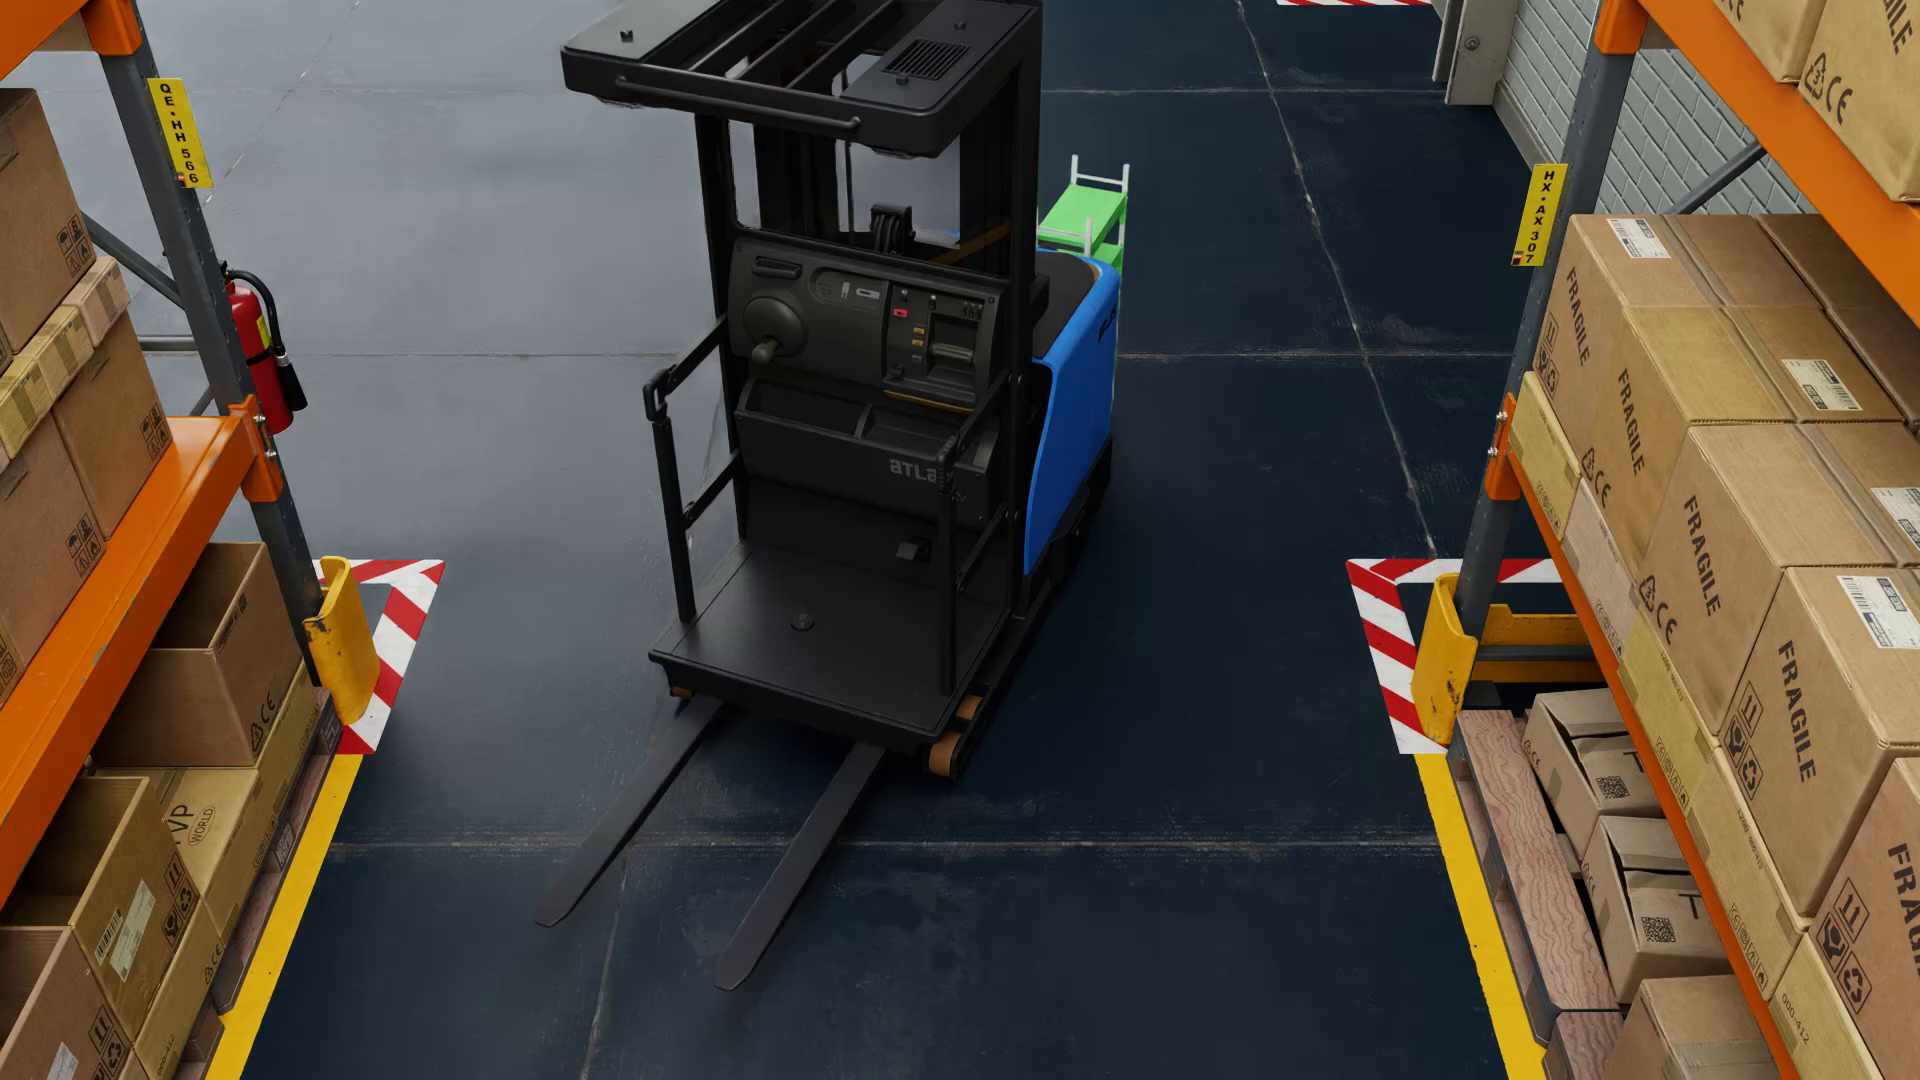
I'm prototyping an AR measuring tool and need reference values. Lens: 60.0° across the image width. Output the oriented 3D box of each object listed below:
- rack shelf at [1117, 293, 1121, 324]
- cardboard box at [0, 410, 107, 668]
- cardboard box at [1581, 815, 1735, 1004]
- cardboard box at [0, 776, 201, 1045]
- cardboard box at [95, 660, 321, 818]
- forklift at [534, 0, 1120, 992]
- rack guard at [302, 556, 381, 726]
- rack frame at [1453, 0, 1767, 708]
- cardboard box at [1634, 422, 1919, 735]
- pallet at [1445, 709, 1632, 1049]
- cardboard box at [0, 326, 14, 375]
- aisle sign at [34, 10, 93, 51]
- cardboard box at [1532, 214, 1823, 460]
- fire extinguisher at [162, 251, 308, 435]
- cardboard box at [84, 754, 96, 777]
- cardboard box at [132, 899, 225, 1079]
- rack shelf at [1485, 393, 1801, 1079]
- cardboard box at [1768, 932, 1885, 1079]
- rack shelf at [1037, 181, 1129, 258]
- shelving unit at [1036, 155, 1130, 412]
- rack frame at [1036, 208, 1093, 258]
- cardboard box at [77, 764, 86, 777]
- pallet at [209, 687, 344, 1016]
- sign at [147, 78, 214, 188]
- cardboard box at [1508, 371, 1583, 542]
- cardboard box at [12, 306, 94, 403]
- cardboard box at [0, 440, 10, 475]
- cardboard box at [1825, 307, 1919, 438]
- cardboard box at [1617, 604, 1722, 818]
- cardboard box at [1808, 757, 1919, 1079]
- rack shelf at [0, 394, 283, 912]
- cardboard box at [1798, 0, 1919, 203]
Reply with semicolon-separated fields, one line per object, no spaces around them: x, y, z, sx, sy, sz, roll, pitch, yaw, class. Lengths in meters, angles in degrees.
0.483;-0.882;6.993;0.258;0.148;0.480;14;41;17;rack shelf
-2.731;-0.018;4.294;0.700;0.500;0.500;1;39;1;cardboard box
2.141;1.061;4.825;0.500;0.311;0.500;3;39;4;cardboard box
-2.410;0.977;4.395;0.500;0.500;0.500;0;39;0;cardboard box
-2.428;0.645;5.410;0.500;0.250;0.500;0;39;0;cardboard box
-0.398;-0.628;5.190;1.130;2.935;3.031;14;41;17;forklift
-2.724;0.361;5.900;1.175;0.500;0.348;0;39;0;rack guard
2.229;-0.605;5.107;1.000;3.000;0.127;0;39;0;rack frame
1.914;0.084;3.751;0.500;0.500;0.500;-1;39;-2;cardboard box
2.195;1.038;5.285;1.003;0.211;1.213;0;39;0;pallet
-2.731;-0.491;3.846;0.700;0.500;0.500;-1;39;-1;cardboard box
-2.431;-1.655;4.338;0.394;0.787;0.004;0;39;0;aisle sign
1.929;-0.549;4.540;0.500;0.500;0.500;0;39;0;cardboard box
-2.260;-0.644;5.216;0.296;0.674;0.183;0;39;0;fire extinguisher
-2.946;0.645;5.409;0.500;0.250;0.500;0;39;0;cardboard box
-2.413;1.270;4.629;0.500;0.250;0.500;0;39;0;cardboard box
2.232;0.926;3.771;1.077;0.370;4.000;0;39;0;rack shelf
1.922;1.025;3.177;0.500;0.250;0.500;0;39;0;cardboard box
0.483;-1.256;6.693;0.258;0.148;0.480;14;41;17;rack shelf
0.483;-0.932;6.953;0.258;1.200;0.503;14;41;17;shelving unit
0.394;-0.790;6.776;0.240;1.200;0.015;14;41;17;rack frame
-2.944;0.665;4.785;0.500;0.500;0.500;0;39;0;cardboard box
-2.682;0.967;5.375;1.003;0.211;1.213;0;39;0;pallet
-2.182;-1.135;4.653;0.100;0.325;0.005;0;39;0;sign
1.912;-0.249;4.766;0.500;0.250;0.500;-1;39;-1;cardboard box
-2.532;-0.489;4.363;0.380;0.149;0.250;1;39;1;cardboard box
-2.533;-0.172;3.967;0.380;0.149;0.250;0;39;1;cardboard box
2.433;-0.238;4.152;0.500;0.500;0.500;0;39;1;cardboard box
1.922;0.394;3.964;0.500;0.250;0.500;-1;39;-1;cardboard box
1.928;0.732;2.943;0.500;0.500;0.500;-1;39;-1;cardboard box
-2.722;0.932;3.764;1.077;0.370;4.000;0;39;0;rack shelf
1.949;-0.953;3.046;0.500;0.500;0.500;2;39;2;cardboard box
